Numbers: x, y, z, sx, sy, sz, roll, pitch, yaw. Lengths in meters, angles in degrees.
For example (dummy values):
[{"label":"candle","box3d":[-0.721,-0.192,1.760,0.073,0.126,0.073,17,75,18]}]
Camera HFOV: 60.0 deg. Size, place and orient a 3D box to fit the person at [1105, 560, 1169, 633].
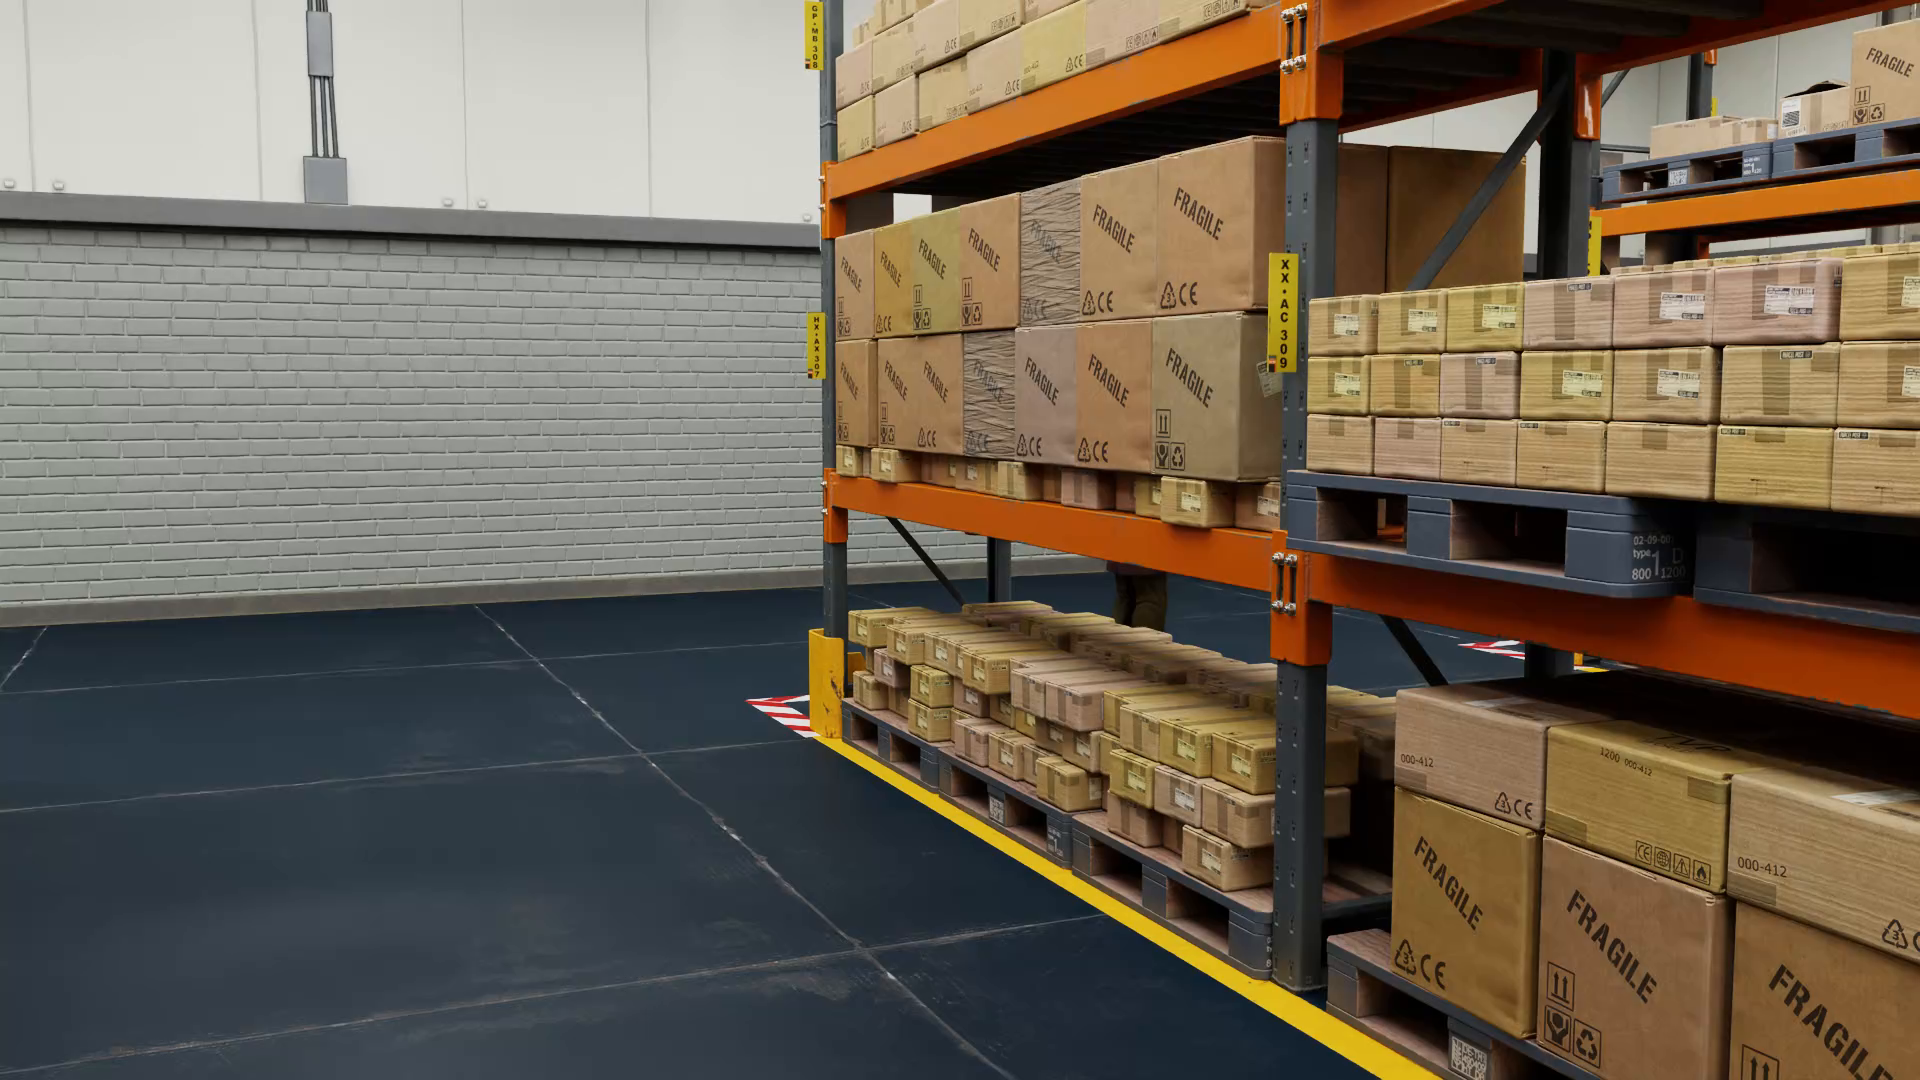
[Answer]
[{"label":"person","box3d":[1.090,-0.041,9.590,0.508,1.782,0.563,-2,6,-24]}]
